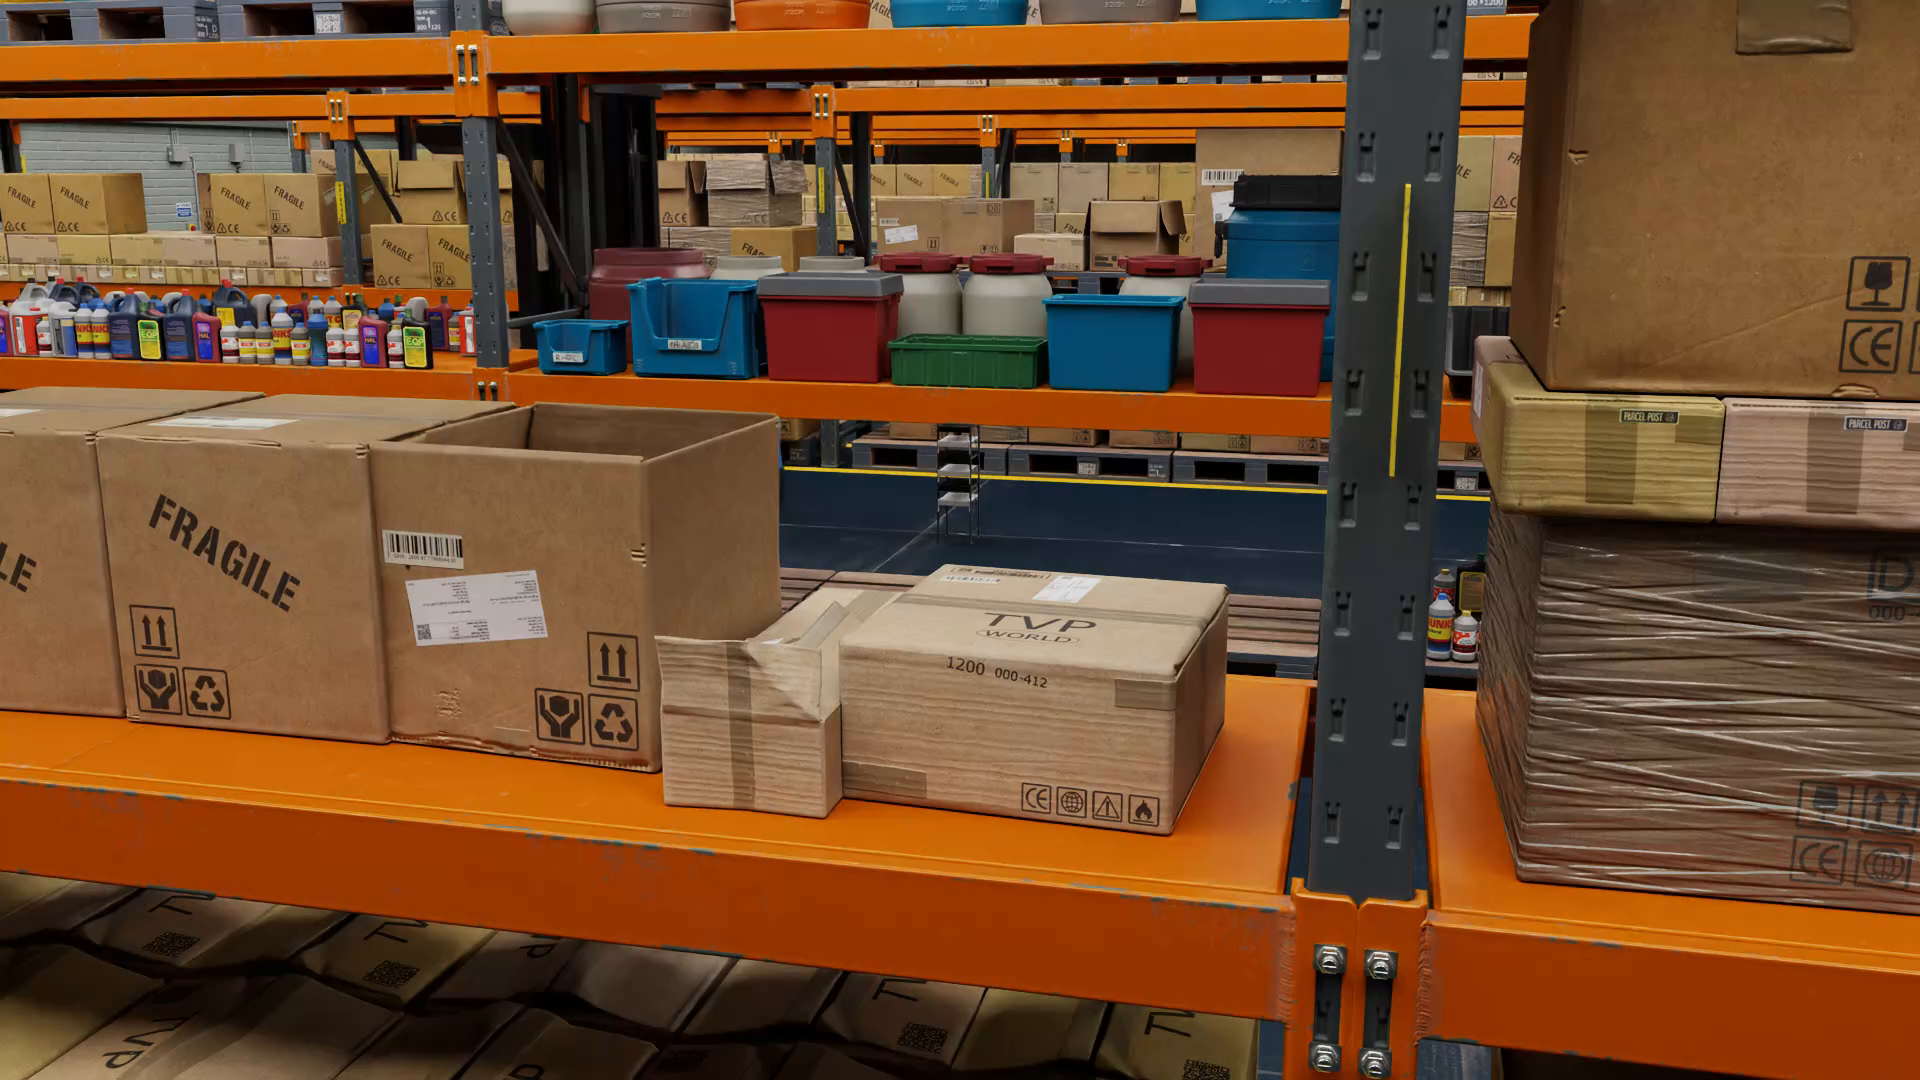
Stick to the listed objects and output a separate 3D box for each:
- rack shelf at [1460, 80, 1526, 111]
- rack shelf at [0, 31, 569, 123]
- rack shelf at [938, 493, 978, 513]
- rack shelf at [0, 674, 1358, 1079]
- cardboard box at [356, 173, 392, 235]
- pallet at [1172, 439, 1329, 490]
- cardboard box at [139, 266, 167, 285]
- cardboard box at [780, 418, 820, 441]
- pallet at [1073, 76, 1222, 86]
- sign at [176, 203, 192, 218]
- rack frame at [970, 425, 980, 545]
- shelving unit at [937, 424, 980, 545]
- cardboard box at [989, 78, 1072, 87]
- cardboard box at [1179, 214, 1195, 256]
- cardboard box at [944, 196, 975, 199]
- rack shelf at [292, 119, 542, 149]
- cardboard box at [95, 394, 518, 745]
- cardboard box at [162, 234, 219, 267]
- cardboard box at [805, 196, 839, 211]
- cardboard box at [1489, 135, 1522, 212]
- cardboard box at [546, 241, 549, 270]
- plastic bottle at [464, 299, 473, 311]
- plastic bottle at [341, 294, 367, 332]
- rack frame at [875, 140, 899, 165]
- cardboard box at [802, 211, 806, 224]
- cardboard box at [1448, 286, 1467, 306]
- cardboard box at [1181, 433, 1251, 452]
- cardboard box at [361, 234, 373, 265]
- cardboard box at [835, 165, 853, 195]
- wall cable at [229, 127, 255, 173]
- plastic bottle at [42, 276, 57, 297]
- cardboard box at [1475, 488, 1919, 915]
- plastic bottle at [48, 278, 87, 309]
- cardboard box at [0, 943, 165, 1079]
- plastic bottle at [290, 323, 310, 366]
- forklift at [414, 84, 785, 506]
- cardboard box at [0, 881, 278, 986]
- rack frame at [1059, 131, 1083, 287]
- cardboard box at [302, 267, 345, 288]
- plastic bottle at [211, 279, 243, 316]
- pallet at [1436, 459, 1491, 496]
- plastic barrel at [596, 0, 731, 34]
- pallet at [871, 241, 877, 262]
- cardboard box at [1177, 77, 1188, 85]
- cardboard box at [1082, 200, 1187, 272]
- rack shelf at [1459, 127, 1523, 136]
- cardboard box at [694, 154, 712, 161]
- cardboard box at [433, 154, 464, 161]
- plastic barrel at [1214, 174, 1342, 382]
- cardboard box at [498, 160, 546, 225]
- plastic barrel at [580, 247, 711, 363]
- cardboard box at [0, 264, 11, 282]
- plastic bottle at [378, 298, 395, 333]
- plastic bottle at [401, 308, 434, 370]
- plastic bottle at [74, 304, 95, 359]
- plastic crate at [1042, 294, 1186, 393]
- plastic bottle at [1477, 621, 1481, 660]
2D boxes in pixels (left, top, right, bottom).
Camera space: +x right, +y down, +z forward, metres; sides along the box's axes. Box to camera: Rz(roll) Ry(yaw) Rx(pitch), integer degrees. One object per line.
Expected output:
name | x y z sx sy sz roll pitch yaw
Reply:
rack shelf | 4.940 -2.919 11.202 4.000 0.370 1.077 3 13 14
rack shelf | -4.013 -2.293 8.379 4.000 0.370 1.077 3 13 14
rack shelf | -0.008 -0.231 10.184 0.200 0.077 0.258 3 13 14
rack shelf | -1.320 0.421 3.074 4.000 0.370 1.077 3 13 14
cardboard box | -5.172 -2.842 14.045 0.500 0.500 0.500 3 13 14
pallet | 2.242 -0.589 12.399 1.213 0.211 1.003 3 13 14
cardboard box | -6.638 -2.229 13.937 0.250 0.149 0.380 3 13 14
cardboard box | -1.550 -1.325 13.218 0.875 0.875 1.225 2 13 11
pallet | 1.417 -3.390 12.097 1.003 0.211 1.213 3 13 14
sign | -11.829 -5.029 25.353 0.001 0.218 0.327 3 13 14
rack frame | 0.091 -0.434 10.114 0.006 0.900 0.240 3 13 14
shelving unit | -0.008 -0.440 10.138 0.210 0.900 0.258 3 13 14
cardboard box | 0.510 -3.379 11.961 0.500 0.250 0.500 3 13 15
cardboard box | 2.240 -3.046 16.805 0.500 0.500 0.500 3 13 13
cardboard box | -0.005 -3.593 17.740 0.250 0.149 0.380 3 13 14
rack shelf | -5.424 -4.580 18.686 4.000 0.370 1.077 3 13 14
cardboard box | -1.118 0.028 2.953 0.500 0.500 0.500 3 13 14
cardboard box | -6.259 -2.418 13.864 0.500 0.250 0.500 3 13 15
cardboard box | -1.439 -3.525 17.432 0.250 0.149 0.380 4 13 16
cardboard box | 3.860 -2.490 11.304 0.500 0.500 0.500 3 13 14
cardboard box | -2.905 -2.220 13.082 0.500 0.500 0.500 3 13 15
plastic bottle | -2.520 -1.115 8.632 0.097 0.271 0.097 0 13 0
plastic bottle | -3.207 -1.162 8.815 0.133 0.283 0.061 3 13 14
rack frame | -1.208 -5.453 27.886 0.127 3.000 1.000 3 13 14
cardboard box | -1.691 -3.392 17.523 0.250 0.149 0.380 3 13 12
cardboard box | 3.375 -1.697 11.538 0.250 0.149 0.380 3 13 14
cardboard box | 1.949 -0.969 12.433 0.500 0.500 0.700 3 13 13
cardboard box | -5.162 -2.476 14.130 0.500 0.250 0.500 3 13 13
cardboard box | -1.535 -4.842 22.594 0.500 0.500 0.500 3 13 13
wall cable | -11.429 -5.699 26.650 0.122 1.984 0.588 3 13 14
plastic bottle | -4.984 -1.280 9.194 0.185 0.351 0.144 3 13 14
cardboard box | 1.054 0.146 2.419 0.500 0.500 0.700 3 13 12
plastic bottle | -4.839 -1.241 9.014 0.185 0.351 0.144 3 13 14
cardboard box | -1.817 0.971 3.018 0.500 0.311 0.500 3 13 12
plastic bottle | -3.182 -0.947 8.036 0.097 0.201 0.097 0 13 0
forklift | -2.735 -1.600 10.676 3.031 2.935 1.130 4 13 16
cardboard box | -1.699 0.857 3.530 0.500 0.311 0.500 3 13 13
rack frame | 1.489 -4.201 22.245 0.127 3.000 1.000 3 13 14
cardboard box | -5.143 -2.149 13.576 0.250 0.149 0.380 3 13 14
plastic bottle | -3.915 -1.223 8.936 0.185 0.351 0.144 3 13 14
pallet | 3.659 -0.521 12.095 1.213 0.211 1.003 3 13 14
plastic barrel | -1.326 -2.697 7.381 0.600 0.901 0.600 0 13 0
pallet | -0.316 -3.076 17.616 1.003 0.211 1.213 3 13 14
cardboard box | 2.037 -4.693 16.543 0.500 0.311 0.500 3 13 13
cardboard box | 1.293 -2.236 12.178 0.637 0.503 0.797 4 13 19
rack shelf | 7.315 -5.003 20.595 4.000 0.370 1.077 3 13 14
cardboard box | -3.489 -5.272 23.036 0.250 0.149 0.380 3 13 13
cardboard box | -5.507 -4.091 18.522 0.500 0.500 0.500 3 13 12
plastic barrel | 1.509 -1.197 7.545 0.708 0.901 0.600 3 13 14
cardboard box | -3.483 -2.794 13.355 0.637 0.503 0.797 3 13 14
plastic barrel | -1.549 -1.182 8.322 0.708 0.536 0.600 3 13 14
cardboard box | -8.137 -2.309 14.296 0.250 0.149 0.380 3 13 13
plastic bottle | -2.984 -1.126 8.683 0.097 0.271 0.097 0 13 0
plastic bottle | -2.567 -0.950 7.861 0.133 0.283 0.061 3 13 14
plastic bottle | -4.367 -1.045 8.314 0.097 0.271 0.097 0 13 0
plastic crate | 0.666 -0.852 7.187 0.575 0.384 0.392 3 13 14
plastic bottle | 2.214 0.402 6.940 0.097 0.201 0.097 0 13 0
